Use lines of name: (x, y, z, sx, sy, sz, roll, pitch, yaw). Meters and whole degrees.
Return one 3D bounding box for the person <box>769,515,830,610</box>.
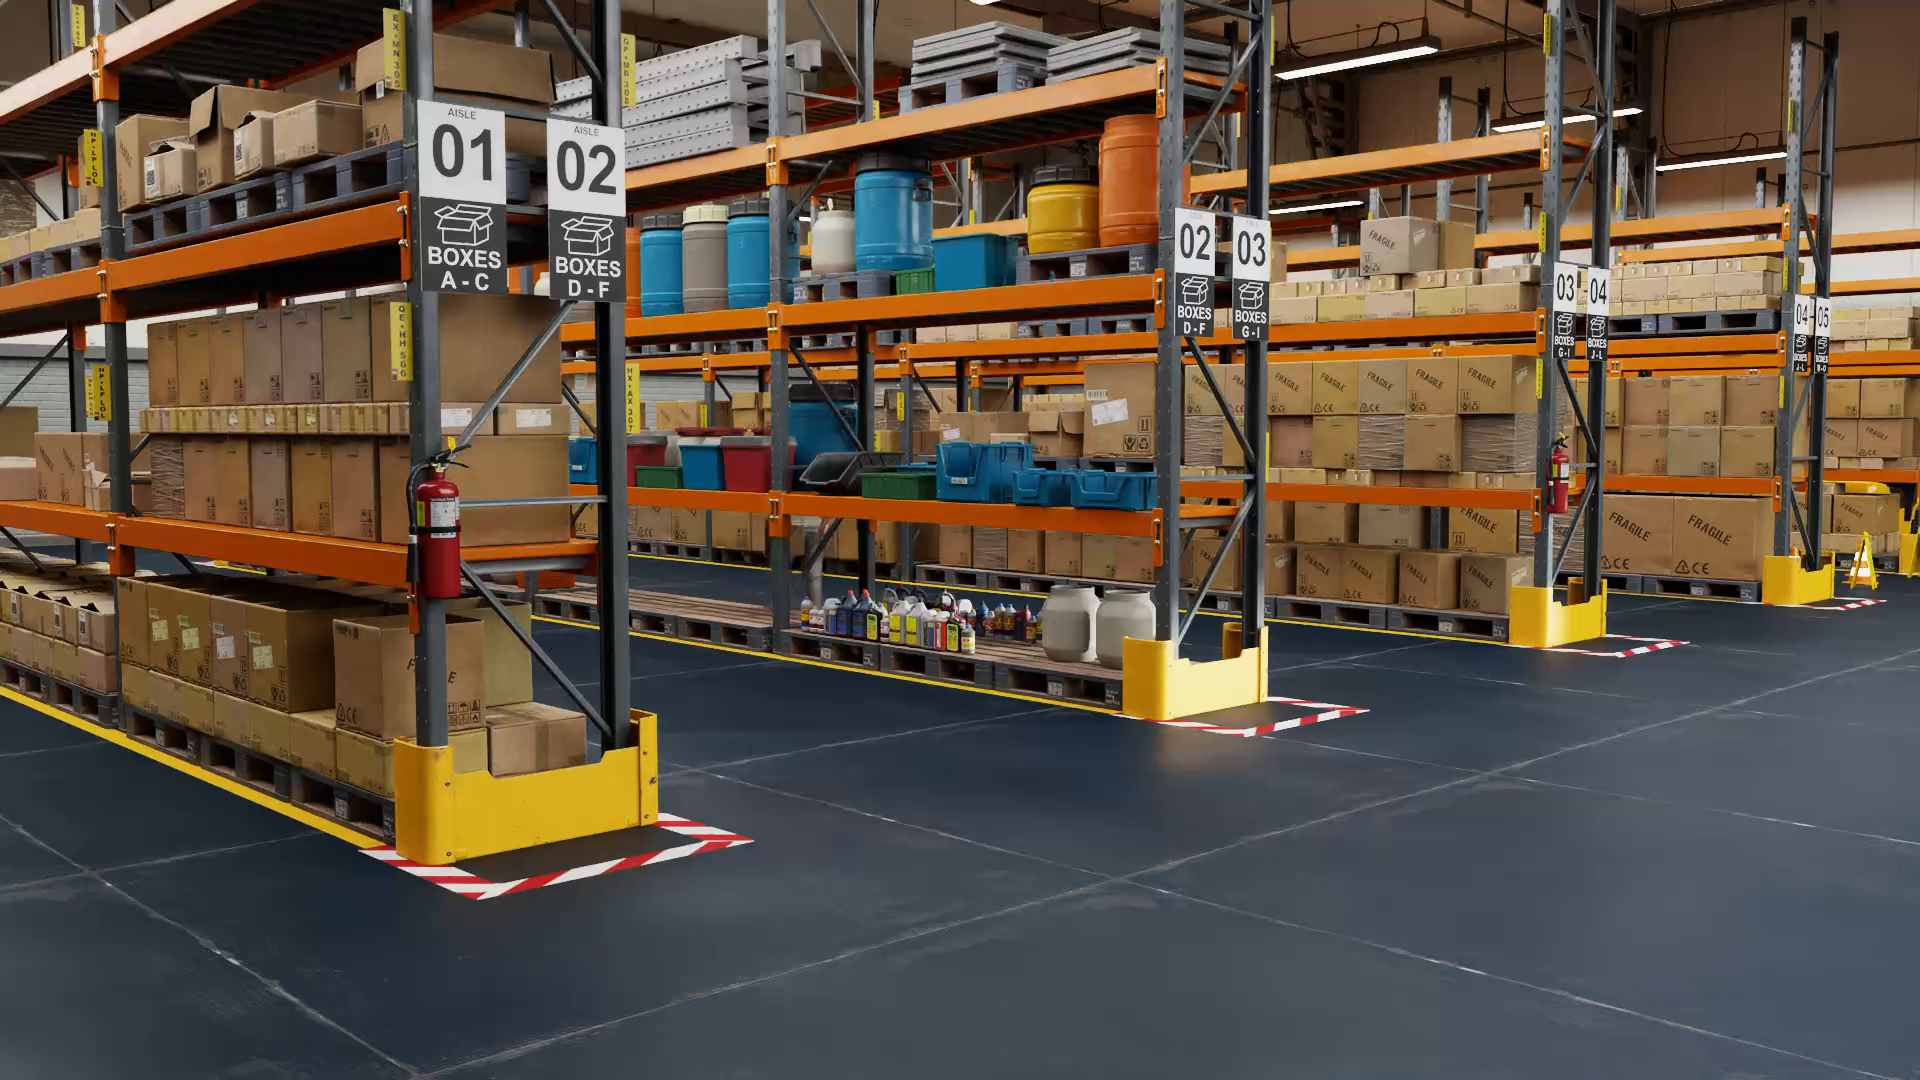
person: (-1.414, -0.056, 14.840, 0.584, 1.766, 0.581, 0, 4, -3)
